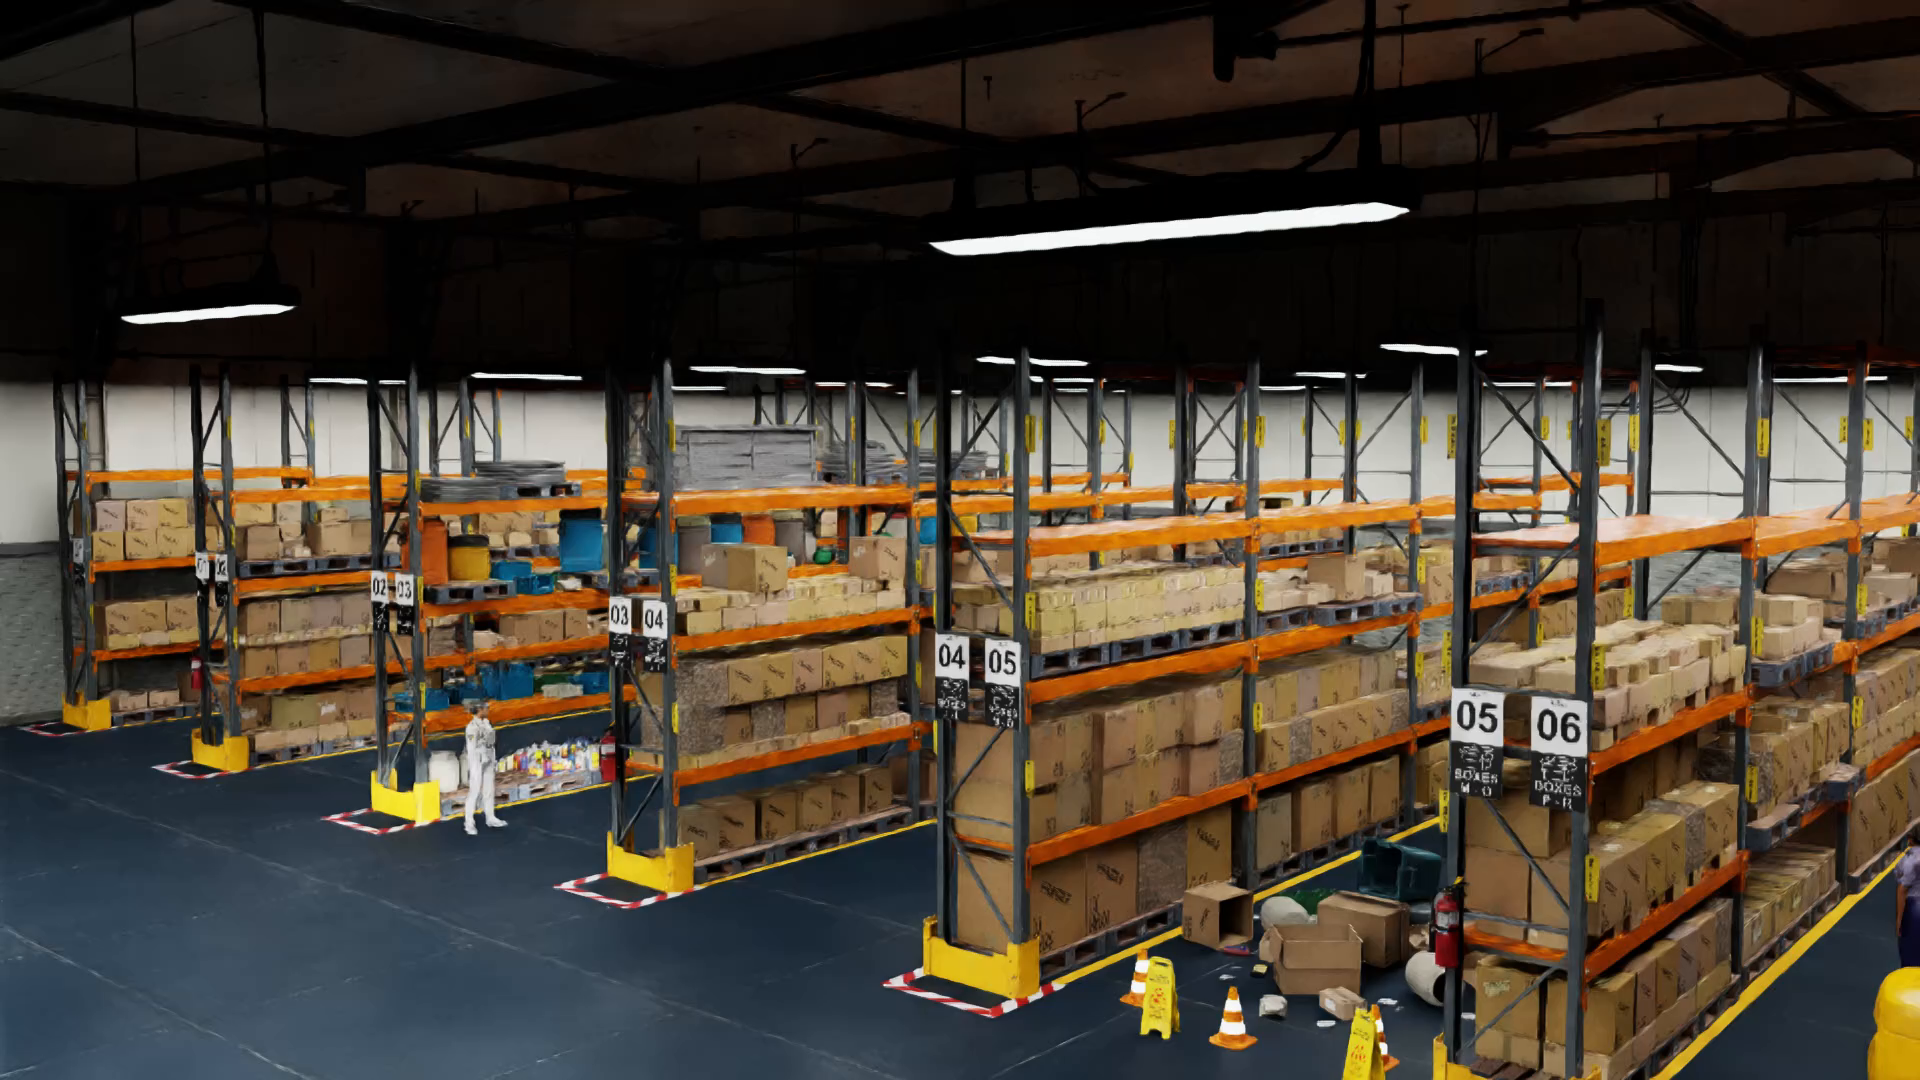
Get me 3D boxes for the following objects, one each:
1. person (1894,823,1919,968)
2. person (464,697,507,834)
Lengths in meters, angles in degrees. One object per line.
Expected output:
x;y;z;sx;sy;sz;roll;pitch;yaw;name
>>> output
8.345;3.284;14.554;0.523;1.652;0.471;-1;4;-19;person
-5.979;2.806;20.872;0.433;1.684;0.551;1;4;13;person
